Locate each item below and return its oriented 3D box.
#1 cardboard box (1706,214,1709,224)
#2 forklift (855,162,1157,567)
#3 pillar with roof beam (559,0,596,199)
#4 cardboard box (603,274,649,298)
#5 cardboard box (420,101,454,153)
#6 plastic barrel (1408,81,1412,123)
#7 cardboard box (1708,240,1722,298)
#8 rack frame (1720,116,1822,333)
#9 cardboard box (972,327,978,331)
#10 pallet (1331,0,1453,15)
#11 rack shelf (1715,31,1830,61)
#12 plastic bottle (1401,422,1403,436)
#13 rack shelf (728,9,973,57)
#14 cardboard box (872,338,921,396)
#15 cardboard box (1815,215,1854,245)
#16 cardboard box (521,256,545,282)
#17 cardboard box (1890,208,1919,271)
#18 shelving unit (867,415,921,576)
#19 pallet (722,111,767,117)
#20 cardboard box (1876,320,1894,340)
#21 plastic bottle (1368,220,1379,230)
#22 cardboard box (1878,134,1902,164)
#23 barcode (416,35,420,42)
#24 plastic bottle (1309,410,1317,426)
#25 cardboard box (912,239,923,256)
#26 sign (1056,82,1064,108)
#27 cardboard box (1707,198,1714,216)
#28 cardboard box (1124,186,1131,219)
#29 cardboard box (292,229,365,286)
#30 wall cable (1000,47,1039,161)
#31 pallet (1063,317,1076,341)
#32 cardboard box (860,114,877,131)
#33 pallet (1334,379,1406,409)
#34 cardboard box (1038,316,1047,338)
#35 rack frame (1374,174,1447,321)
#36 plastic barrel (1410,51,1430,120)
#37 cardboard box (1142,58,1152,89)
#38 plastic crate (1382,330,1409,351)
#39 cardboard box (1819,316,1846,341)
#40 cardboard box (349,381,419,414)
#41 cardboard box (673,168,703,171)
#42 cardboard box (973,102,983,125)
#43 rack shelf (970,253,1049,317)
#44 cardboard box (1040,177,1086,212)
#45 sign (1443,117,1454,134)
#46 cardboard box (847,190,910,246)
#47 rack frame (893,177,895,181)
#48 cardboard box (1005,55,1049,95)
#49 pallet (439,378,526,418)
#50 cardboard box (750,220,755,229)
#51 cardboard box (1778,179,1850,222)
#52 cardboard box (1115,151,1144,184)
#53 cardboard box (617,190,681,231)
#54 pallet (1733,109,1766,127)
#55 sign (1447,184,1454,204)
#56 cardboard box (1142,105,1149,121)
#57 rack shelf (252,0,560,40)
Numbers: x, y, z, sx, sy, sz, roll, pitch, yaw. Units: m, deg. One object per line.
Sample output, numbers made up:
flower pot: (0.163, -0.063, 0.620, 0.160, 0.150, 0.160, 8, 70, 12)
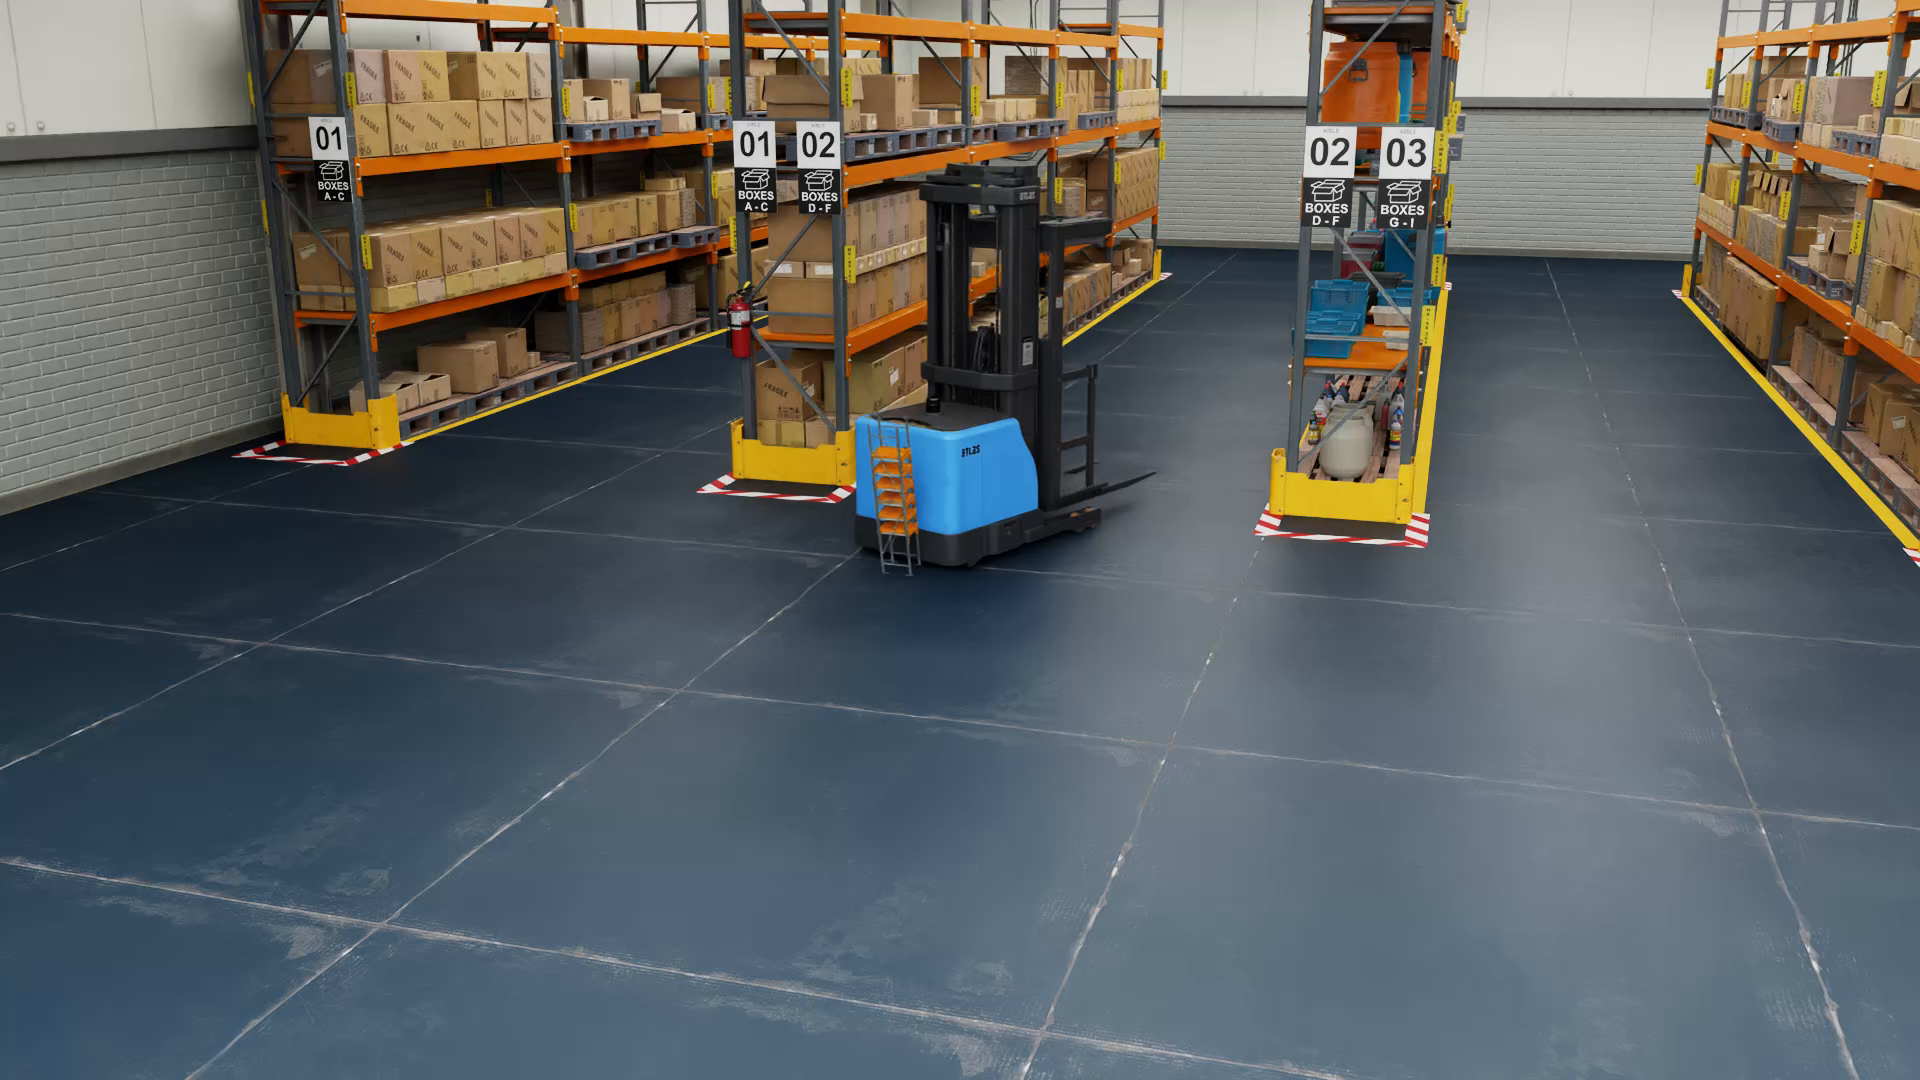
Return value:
cardboard box: (11.834, -4.984, 25.864, 0.380, 0.149, 0.250, 4, 16, 15)
forklift: (0.510, -1.543, 13.398, 1.130, 2.935, 3.031, 13, 20, 38)
pillar with roof beam: (-1.050, -6.780, 20.740, 9.100, 9.000, 0.400, 5, 16, 16)
cardboard box: (-4.497, -3.399, 22.215, 0.500, 0.250, 0.500, 5, 16, 16)
cardboard box: (-5.587, -4.250, 17.100, 0.500, 0.500, 0.500, 5, 17, 18)
plastic barrel: (4.892, -5.013, 19.221, 0.600, 0.830, 0.708, 5, 16, 16)
cardboard box: (12.178, -4.209, 25.796, 0.875, 0.875, 0.875, 5, 16, 16)
rack frame: (11.405, -4.394, 23.325, 1.000, 3.000, 0.127, 5, 16, 16)
cardboard box: (-0.009, -2.308, 19.213, 0.500, 0.311, 0.500, 5, 16, 16)
pallet: (3.830, -4.750, 14.665, 1.003, 0.211, 1.213, 5, 16, 16)
rack shelf: (11.973, -7.265, 24.504, 1.077, 0.370, 4.000, 5, 16, 16)
plastic bottle: (4.214, -1.096, 16.020, 0.097, 0.201, 0.097, 0, 16, 0)
rack shelf: (-0.934, -4.895, 16.148, 1.077, 0.370, 4.000, 5, 16, 16)
cardboard box: (-0.708, -1.779, 17.001, 0.500, 0.500, 0.500, 5, 16, 16)
cardboard box: (10.153, -3.454, 19.056, 0.500, 0.500, 0.500, 3, 16, 9)
cardboard box: (-5.109, -3.114, 19.050, 0.500, 0.250, 0.500, 5, 17, 16)
cardboard box: (8.477, -2.614, 14.488, 0.500, 0.500, 0.500, 5, 16, 16)
shelving unit: (-0.480, -0.318, 12.224, 0.258, 1.200, 0.189, 6, 28, 20)
pallet: (-3.532, -6.318, 24.956, 1.003, 0.211, 1.213, 5, 17, 18)
cardboard box: (8.481, -1.887, 14.947, 0.380, 0.149, 0.250, 5, 16, 16)
plastic bottle: (5.635, -4.185, 22.676, 0.144, 0.351, 0.185, 5, 16, 16)
cardboard box: (8.758, -3.575, 15.212, 0.500, 0.250, 0.500, 4, 16, 14)
barcode: (-5.923, -5.481, 18.176, 0.001, 0.075, 0.075, 5, 16, 16)
plastic bottle: (3.363, -1.090, 15.848, 0.061, 0.283, 0.133, 5, 17, 17)
cardboard box: (-0.600, -3.011, 17.076, 0.380, 0.149, 0.250, 5, 17, 17)
sign: (1.301, -5.802, 21.698, 0.100, 0.325, 0.005, 5, 16, 16)
cardboard box: (11.859, -5.140, 25.682, 0.500, 0.250, 0.500, 4, 16, 14)
cardboard box: (2.457, -5.458, 26.892, 0.500, 0.500, 0.500, 5, 17, 17)
cardboard box: (-6.323, -2.845, 16.728, 0.500, 0.500, 0.500, 4, 16, 15)
wall cable: (0.244, -9.438, 35.802, 3.097, 2.526, 0.112, 5, 16, 16)
pallet: (1.020, -2.968, 23.407, 1.003, 0.211, 1.213, 5, 16, 16)
cardboard box: (-0.999, -3.910, 15.554, 0.380, 0.149, 0.250, 5, 16, 16)
pallet: (4.569, -1.552, 18.416, 1.003, 0.211, 1.213, 5, 16, 16)
cardboard box: (0.856, -2.840, 22.114, 0.500, 0.250, 0.500, 5, 17, 17)
rack frame: (6.656, -4.779, 24.680, 1.000, 3.000, 0.127, 5, 16, 16)
plastic barrel: (5.684, -5.732, 20.988, 0.600, 0.830, 0.708, 5, 16, 16)
cardboard box: (2.914, -8.047, 28.689, 0.700, 0.500, 0.500, 5, 16, 16)
plastic crate: (3.809, -1.721, 14.384, 0.298, 0.136, 0.250, 5, 16, 16)
cardboard box: (9.965, -2.401, 18.696, 0.500, 0.250, 0.500, 7, 17, 22)
cardboard box: (-5.970, -1.499, 17.240, 0.500, 0.311, 0.500, 3, 16, 10)
cardboard box: (-3.948, -5.336, 24.505, 0.500, 0.250, 0.500, 4, 16, 14)
cardboard box: (-0.028, -4.948, 19.285, 0.500, 0.250, 0.500, 3, 16, 10)
rack shelf: (0.203, -3.248, 20.601, 1.077, 0.370, 4.000, 5, 16, 16)
cardboard box: (1.559, -5.307, 25.591, 0.700, 0.500, 0.500, -1, 16, -3)
sign: (4.907, -4.087, 16.729, 0.100, 0.325, 0.005, 5, 16, 16)
cardboard box: (-0.913, -3.232, 16.668, 0.700, 0.500, 0.500, 5, 16, 16)
rack frame: (-1.706, -6.593, 31.078, 1.000, 3.000, 0.127, 5, 16, 16)
cardboard box: (0.901, -6.203, 22.189, 0.500, 0.500, 0.500, 5, 16, 16)
pallet: (-5.618, -1.614, 18.632, 1.003, 0.211, 1.213, 5, 16, 16)
cardboard box: (-3.325, -4.796, 25.165, 0.380, 0.149, 0.250, 5, 17, 17)
cardboard box: (10.679, -4.239, 20.756, 0.797, 0.503, 0.637, 5, 17, 17)
cardboard box: (2.750, -6.199, 27.672, 0.500, 0.500, 0.500, 5, 17, 18)
cardboard box: (-4.236, -4.488, 22.666, 0.700, 0.500, 0.500, 3, 16, 11)
pallet: (11.647, -6.008, 23.680, 1.003, 0.211, 1.213, 5, 16, 16)
sign: (8.325, -5.865, 28.211, 0.100, 0.325, 0.005, 5, 16, 16)
cardboard box: (2.869, -7.164, 27.869, 0.500, 0.250, 0.500, 5, 16, 16)
rack shelf: (-5.684, -5.469, 17.444, 1.077, 0.370, 4.000, 5, 16, 16)
